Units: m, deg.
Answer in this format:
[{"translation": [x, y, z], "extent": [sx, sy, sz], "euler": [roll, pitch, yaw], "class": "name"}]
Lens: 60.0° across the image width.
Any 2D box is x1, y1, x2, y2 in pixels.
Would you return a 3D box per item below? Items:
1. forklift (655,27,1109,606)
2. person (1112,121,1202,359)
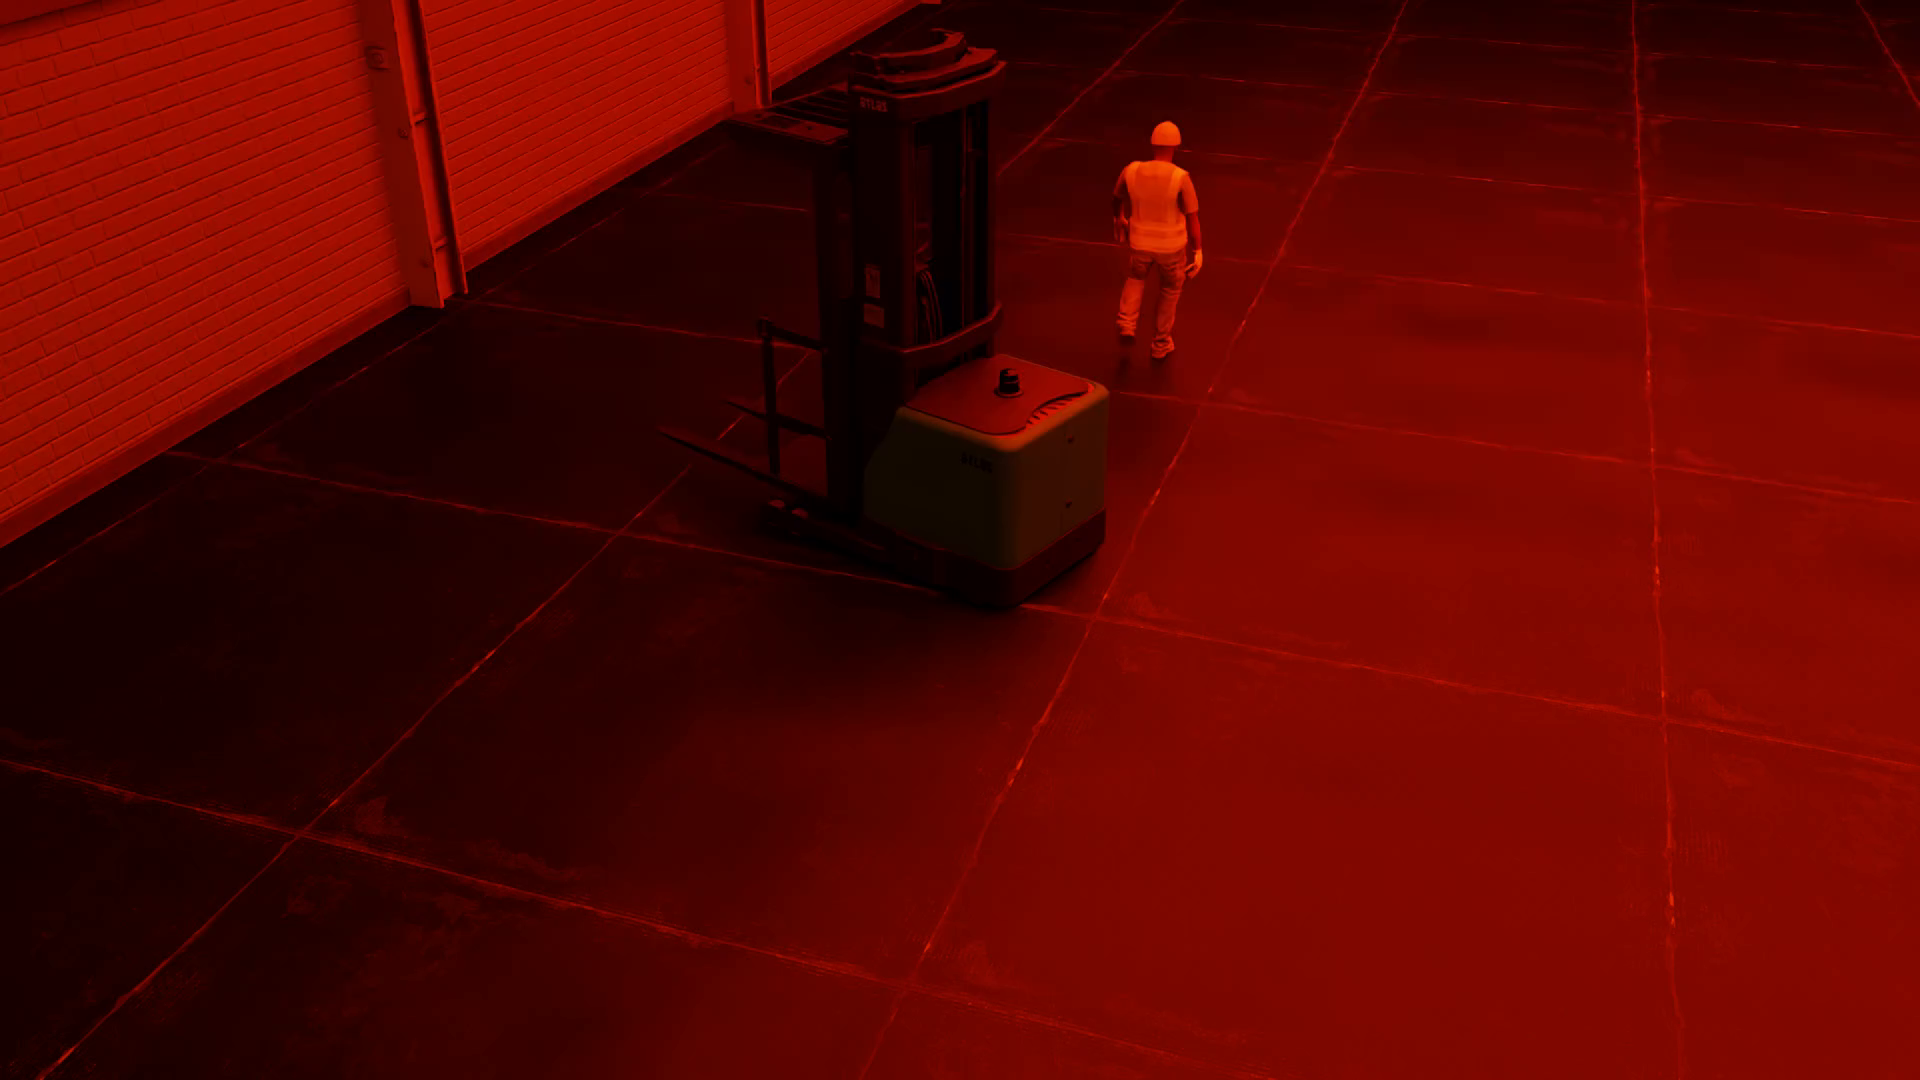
[{"translation": [-0.607, -1.482, 9.737], "extent": [3.031, 2.935, 1.130], "euler": [21, 36, 32], "class": "forklift"}, {"translation": [1.426, -2.165, 12.114], "extent": [0.767, 1.764, 0.494], "euler": [13, 32, 21], "class": "person"}]
